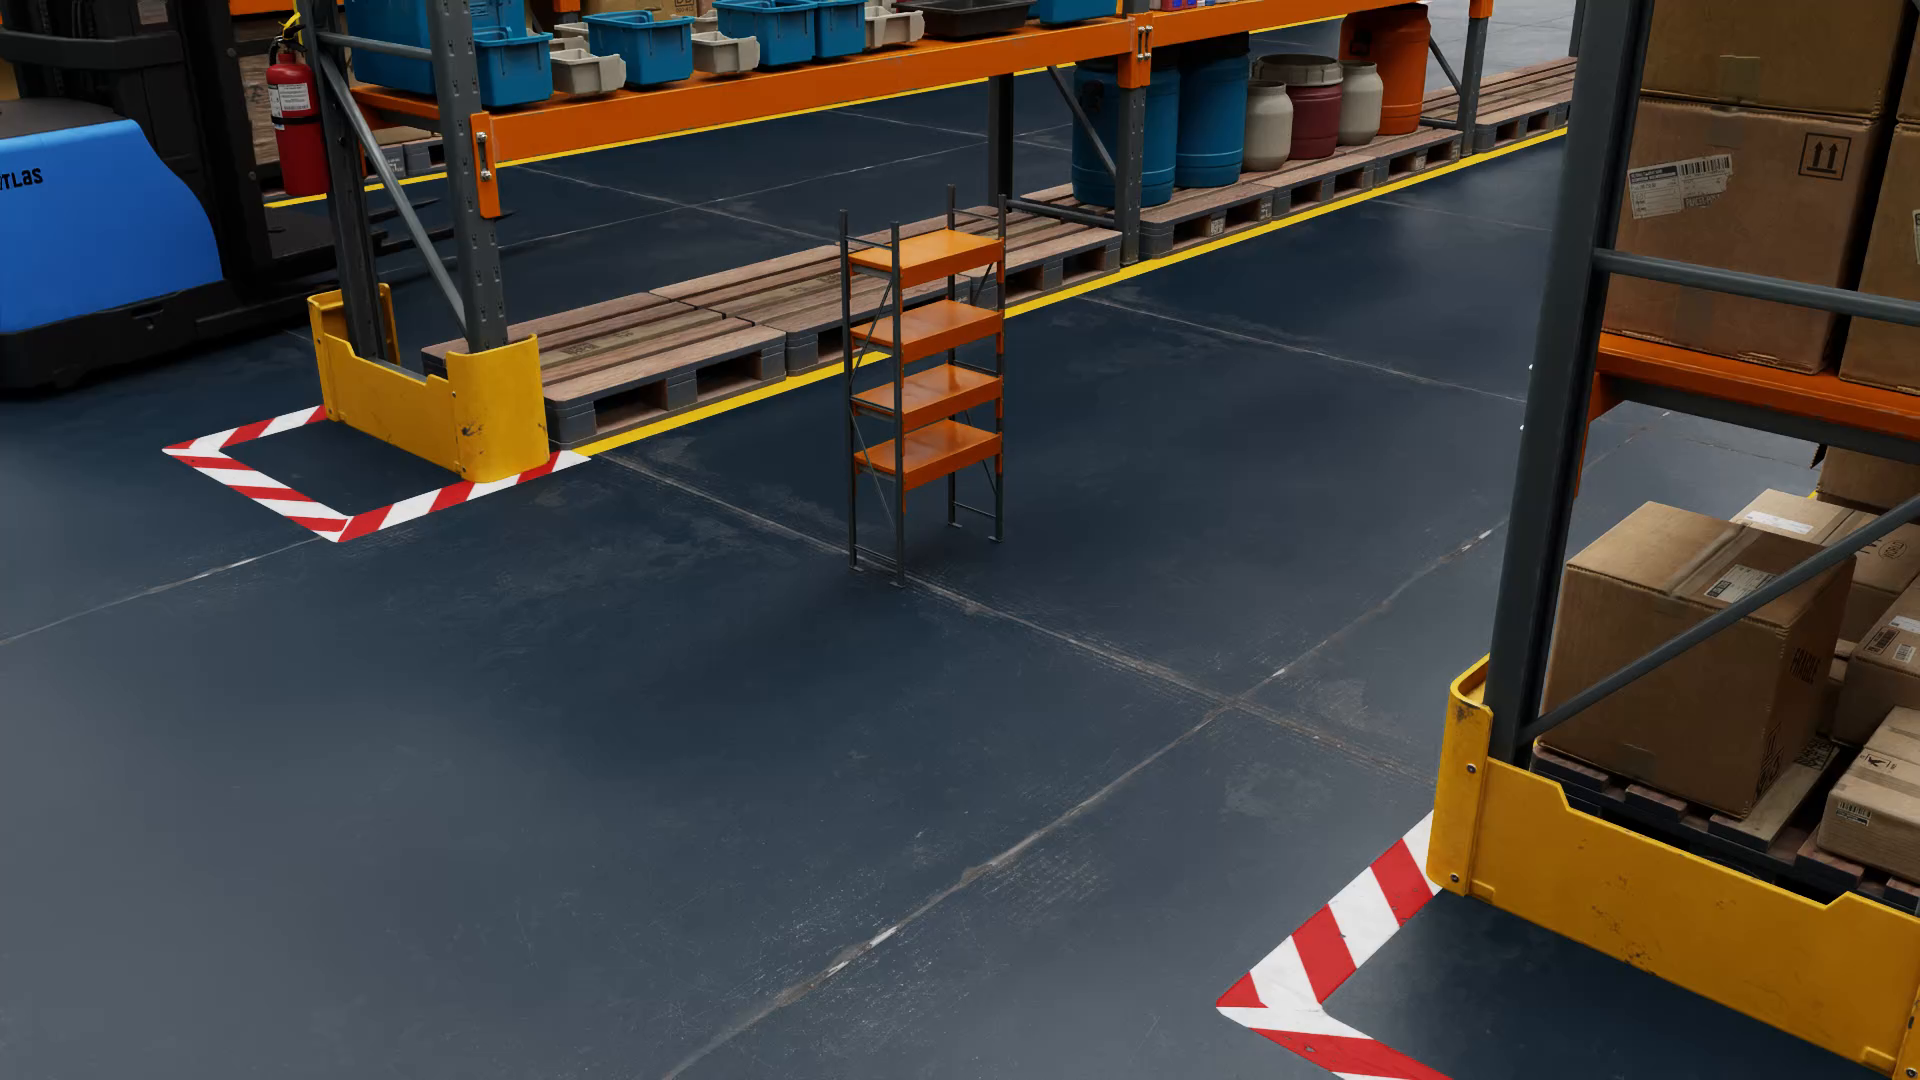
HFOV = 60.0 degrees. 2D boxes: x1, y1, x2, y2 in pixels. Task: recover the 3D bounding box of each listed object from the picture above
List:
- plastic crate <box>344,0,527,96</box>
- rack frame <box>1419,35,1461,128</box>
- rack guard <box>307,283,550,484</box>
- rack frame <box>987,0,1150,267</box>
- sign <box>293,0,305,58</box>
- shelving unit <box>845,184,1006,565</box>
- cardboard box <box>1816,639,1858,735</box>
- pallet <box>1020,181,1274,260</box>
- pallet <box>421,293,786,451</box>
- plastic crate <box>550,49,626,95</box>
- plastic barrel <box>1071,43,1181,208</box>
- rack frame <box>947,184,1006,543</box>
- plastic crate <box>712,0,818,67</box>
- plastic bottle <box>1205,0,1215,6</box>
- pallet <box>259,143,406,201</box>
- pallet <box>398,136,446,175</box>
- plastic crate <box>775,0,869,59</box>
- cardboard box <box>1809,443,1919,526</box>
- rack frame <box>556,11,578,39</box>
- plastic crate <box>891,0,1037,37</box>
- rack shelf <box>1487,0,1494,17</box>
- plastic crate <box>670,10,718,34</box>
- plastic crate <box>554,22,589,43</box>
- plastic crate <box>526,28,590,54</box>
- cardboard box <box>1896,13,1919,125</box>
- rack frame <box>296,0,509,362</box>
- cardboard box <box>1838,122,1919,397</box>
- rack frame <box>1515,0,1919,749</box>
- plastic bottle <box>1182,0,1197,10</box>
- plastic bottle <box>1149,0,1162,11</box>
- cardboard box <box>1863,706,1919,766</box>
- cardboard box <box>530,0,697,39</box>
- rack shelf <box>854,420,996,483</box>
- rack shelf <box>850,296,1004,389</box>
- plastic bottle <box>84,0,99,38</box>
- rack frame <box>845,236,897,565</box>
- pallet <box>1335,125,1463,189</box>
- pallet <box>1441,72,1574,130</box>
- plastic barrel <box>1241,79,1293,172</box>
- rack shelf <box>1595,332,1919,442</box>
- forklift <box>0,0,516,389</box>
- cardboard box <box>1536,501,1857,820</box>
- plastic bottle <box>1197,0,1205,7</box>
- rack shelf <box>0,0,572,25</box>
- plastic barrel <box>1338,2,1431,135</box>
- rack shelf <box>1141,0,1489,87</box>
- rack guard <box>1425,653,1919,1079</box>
[{"bbox_3d":[-2.017,-1.988,6.401,0.616,0.435,0.499,20,31,38],"label":"plastic crate"},{"bbox_3d":[3.236,-4.230,11.517,0.949,2.616,0.053,20,31,38],"label":"rack frame"},{"bbox_3d":[-2.107,-0.640,6.566,1.175,0.500,0.348,20,31,38],"label":"rack guard"},{"bbox_3d":[0.569,-3.010,8.797,1.000,3.000,0.127,20,31,38],"label":"rack frame"},{"bbox_3d":[-2.521,-2.011,6.370,0.100,0.325,0.005,20,31,38],"label":"sign"},{"bbox_3d":[-0.109,-0.498,5.394,0.258,1.200,0.499,20,31,38],"label":"shelving unit"},{"bbox_3d":[2.102,0.323,4.290,0.380,0.166,0.250,20,31,38],"label":"cardboard box"},{"bbox_3d":[1.115,-1.962,9.867,1.003,0.211,1.213,20,31,38],"label":"pallet"},{"bbox_3d":[-1.522,-0.760,7.187,1.003,0.211,1.213,20,31,38],"label":"pallet"},{"bbox_3d":[-1.415,-1.759,6.256,0.250,0.136,0.298,20,31,38],"label":"plastic crate"},{"bbox_3d":[0.944,-2.405,9.500,0.600,0.901,0.708,20,31,38],"label":"plastic barrel"},{"bbox_3d":[0.052,-0.571,5.558,0.240,1.200,0.015,20,31,38],"label":"rack frame"},{"bbox_3d":[-0.812,-2.129,6.963,0.416,0.233,0.300,20,31,38],"label":"plastic crate"},{"bbox_3d":[1.348,-3.057,9.059,0.097,0.271,0.097,0,24,0],"label":"plastic bottle"},{"bbox_3d":[-4.500,-2.506,11.082,1.003,0.211,1.213,20,31,38],"label":"pallet"},{"bbox_3d":[-3.686,-2.880,11.915,1.003,0.211,1.213,20,31,38],"label":"pallet"},{"bbox_3d":[-0.612,-2.220,7.167,0.416,0.233,0.300,20,31,38],"label":"plastic crate"},{"bbox_3d":[3.005,-0.144,4.919,0.797,0.503,0.637,20,31,38],"label":"cardboard box"},{"bbox_3d":[-3.120,-4.363,11.814,1.000,3.000,0.127,20,31,38],"label":"rack frame"},{"bbox_3d":[0.022,-2.498,7.917,0.437,0.125,0.590,20,31,38],"label":"plastic crate"},{"bbox_3d":[4.573,-4.510,13.022,1.077,0.370,4.000,20,31,38],"label":"rack shelf"},{"bbox_3d":[-1.136,-2.268,7.390,0.298,0.136,0.250,20,31,38],"label":"plastic crate"},{"bbox_3d":[-1.487,-2.081,6.973,0.396,0.136,0.243,20,31,38],"label":"plastic crate"},{"bbox_3d":[-1.692,-1.996,6.785,0.396,0.136,0.243,20,31,38],"label":"plastic crate"},{"bbox_3d":[2.078,-1.003,2.976,0.500,0.500,0.500,21,32,39],"label":"cardboard box"},{"bbox_3d":[-2.101,-1.792,6.079,1.000,3.000,0.127,20,31,38],"label":"rack frame"},{"bbox_3d":[2.078,-0.547,3.181,0.500,0.500,0.500,21,32,39],"label":"cardboard box"},{"bbox_3d":[1.588,-0.437,3.058,0.949,2.616,0.053,20,31,38],"label":"rack frame"},{"bbox_3d":[1.220,-2.993,8.901,0.061,0.283,0.133,20,31,38],"label":"plastic bottle"},{"bbox_3d":[1.072,-3.019,8.877,0.144,0.351,0.185,20,31,38],"label":"plastic bottle"},{"bbox_3d":[2.288,0.544,3.795,0.380,0.166,0.250,20,31,38],"label":"cardboard box"},{"bbox_3d":[-2.708,-3.785,12.610,1.225,0.875,0.875,20,31,38],"label":"cardboard box"},{"bbox_3d":[-0.110,-0.290,5.485,0.221,0.050,0.457,20,31,38],"label":"rack shelf"},{"bbox_3d":[-0.110,-0.640,5.328,0.258,0.148,0.480,20,31,38],"label":"rack shelf"},{"bbox_3d":[-3.837,-1.939,7.620,0.171,1.395,0.111,20,31,38],"label":"plastic bottle"},{"bbox_3d":[-0.274,-0.423,5.227,0.228,1.046,0.006,20,31,38],"label":"rack frame"},{"bbox_3d":[2.743,-2.705,11.525,1.003,0.211,1.213,20,31,38],"label":"pallet"},{"bbox_3d":[4.599,-3.552,13.414,1.003,0.211,1.213,20,31,38],"label":"pallet"},{"bbox_3d":[1.860,-2.591,10.390,0.421,0.512,0.421,0,24,0],"label":"plastic barrel"},{"bbox_3d":[2.920,-0.841,4.512,0.919,0.052,3.809,20,31,38],"label":"rack shelf"},{"bbox_3d":[-3.580,-2.524,7.796,1.130,2.935,3.031,15,28,30],"label":"forklift"},{"bbox_3d":[1.765,0.269,4.001,0.500,0.500,0.500,20,31,38],"label":"cardboard box"},{"bbox_3d":[1.284,-2.996,9.008,0.097,0.201,0.097,0,24,0],"label":"plastic bottle"},{"bbox_3d":[-4.455,-3.425,10.602,1.077,0.370,4.000,20,31,38],"label":"rack shelf"},{"bbox_3d":[2.924,-3.277,11.531,0.600,0.830,0.708,20,31,38],"label":"plastic barrel"},{"bbox_3d":[1.903,-3.291,10.304,1.077,0.370,4.000,20,31,38],"label":"rack shelf"},{"bbox_3d":[1.636,0.680,3.623,1.175,0.500,0.348,20,31,38],"label":"rack guard"}]
